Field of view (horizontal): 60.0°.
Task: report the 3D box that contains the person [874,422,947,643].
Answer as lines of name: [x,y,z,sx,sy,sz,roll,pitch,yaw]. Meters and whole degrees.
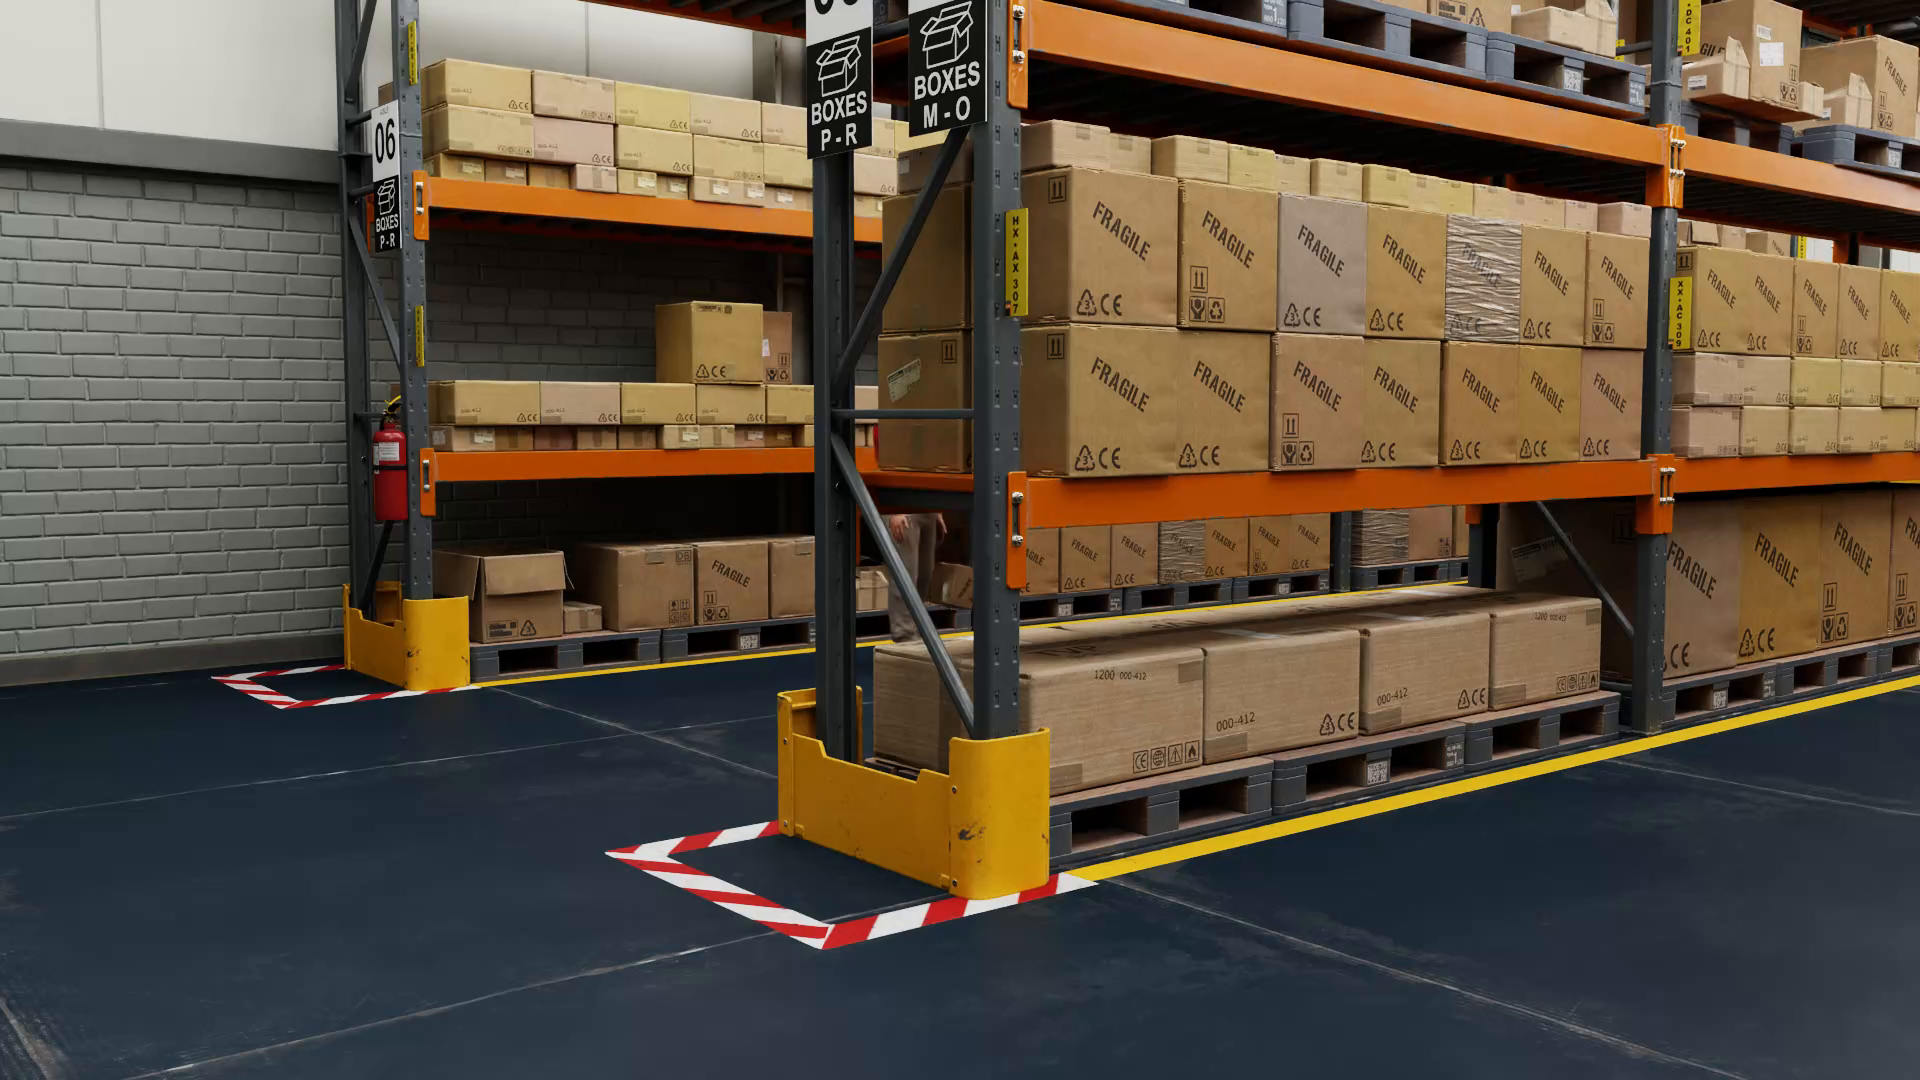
person: [-0.230,-0.120,9.917,0.539,1.731,0.595,3,5,34]
